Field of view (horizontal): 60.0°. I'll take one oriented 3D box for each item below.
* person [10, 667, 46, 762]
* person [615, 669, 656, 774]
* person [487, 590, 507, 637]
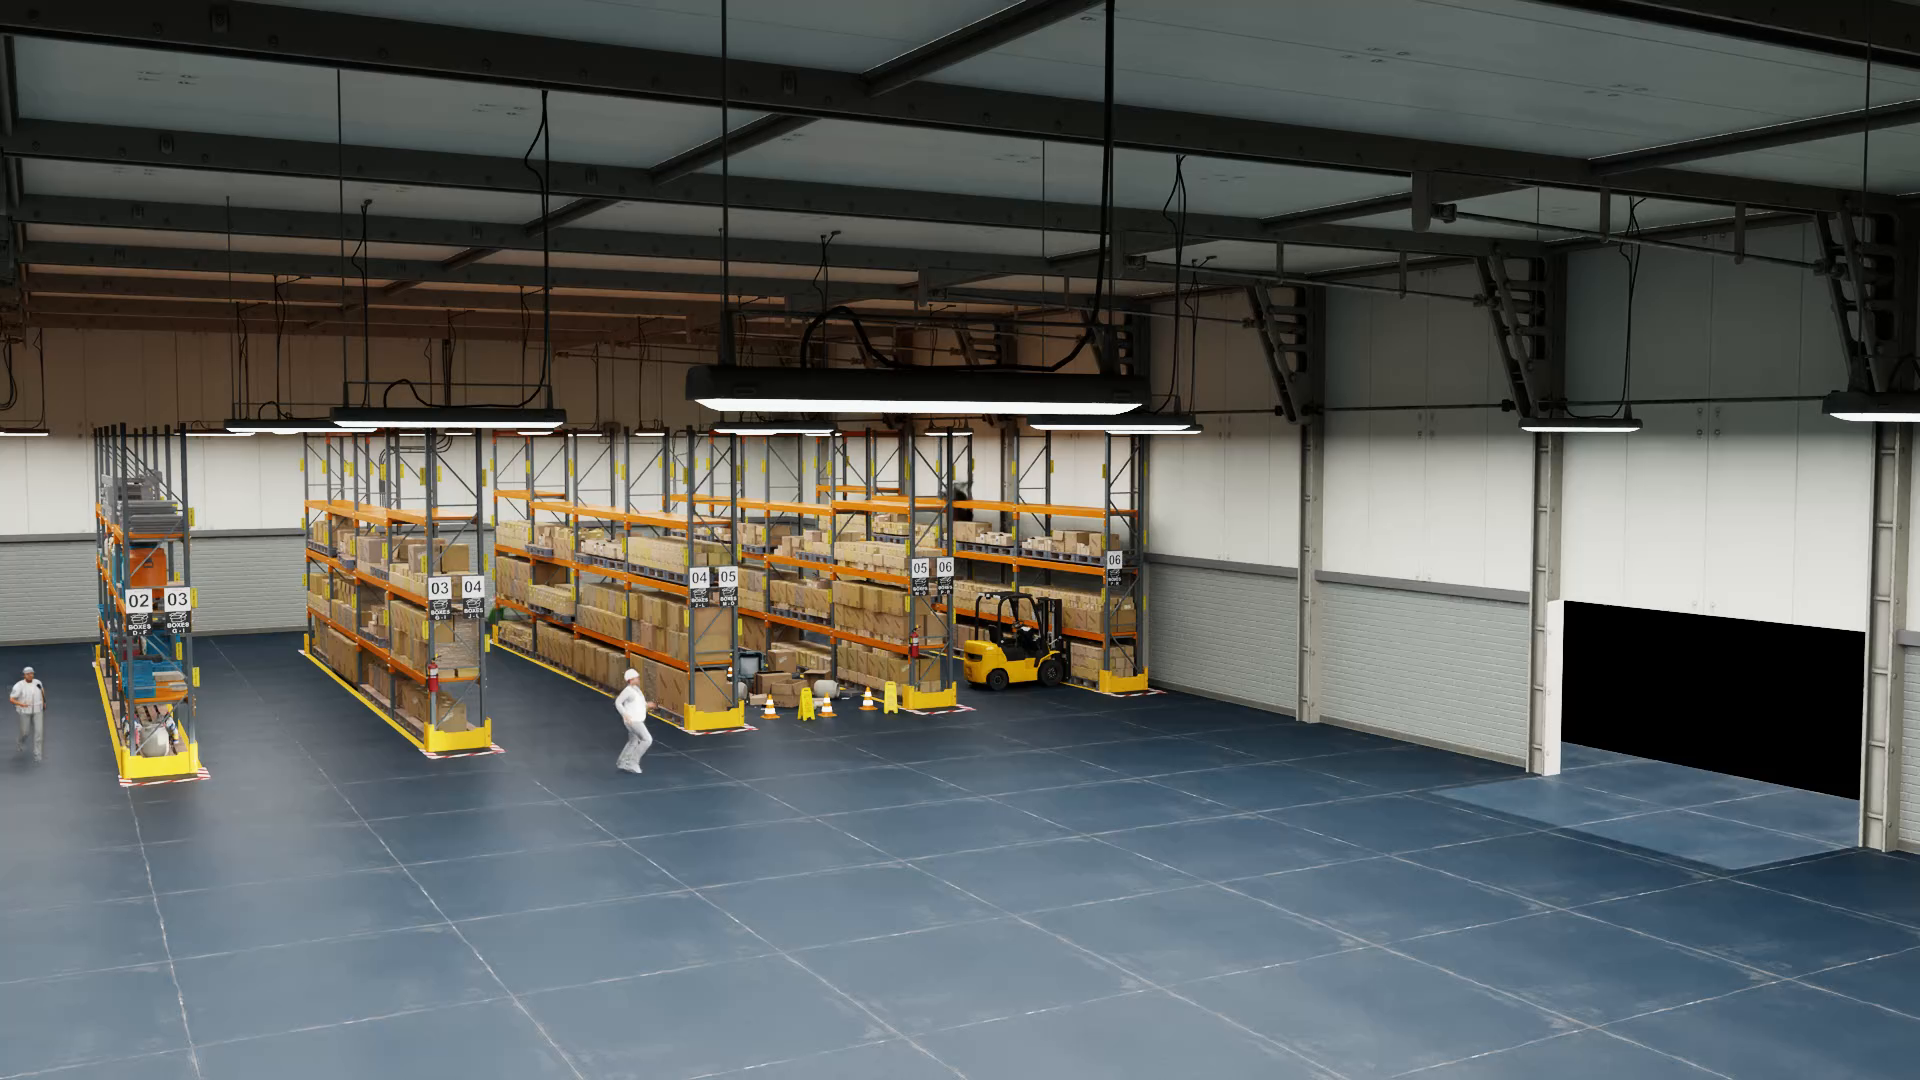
[{"bbox_3d":[-16.641,3.097,29.735,0.610,1.668,0.896,-3,5,-45],"label":"person"},{"bbox_3d":[-5.568,3.113,28.528,0.705,1.783,0.628,0,3,0],"label":"person"},{"bbox_3d":[-13.263,1.944,47.944,0.930,1.800,0.703,-2,4,-32],"label":"person"}]
